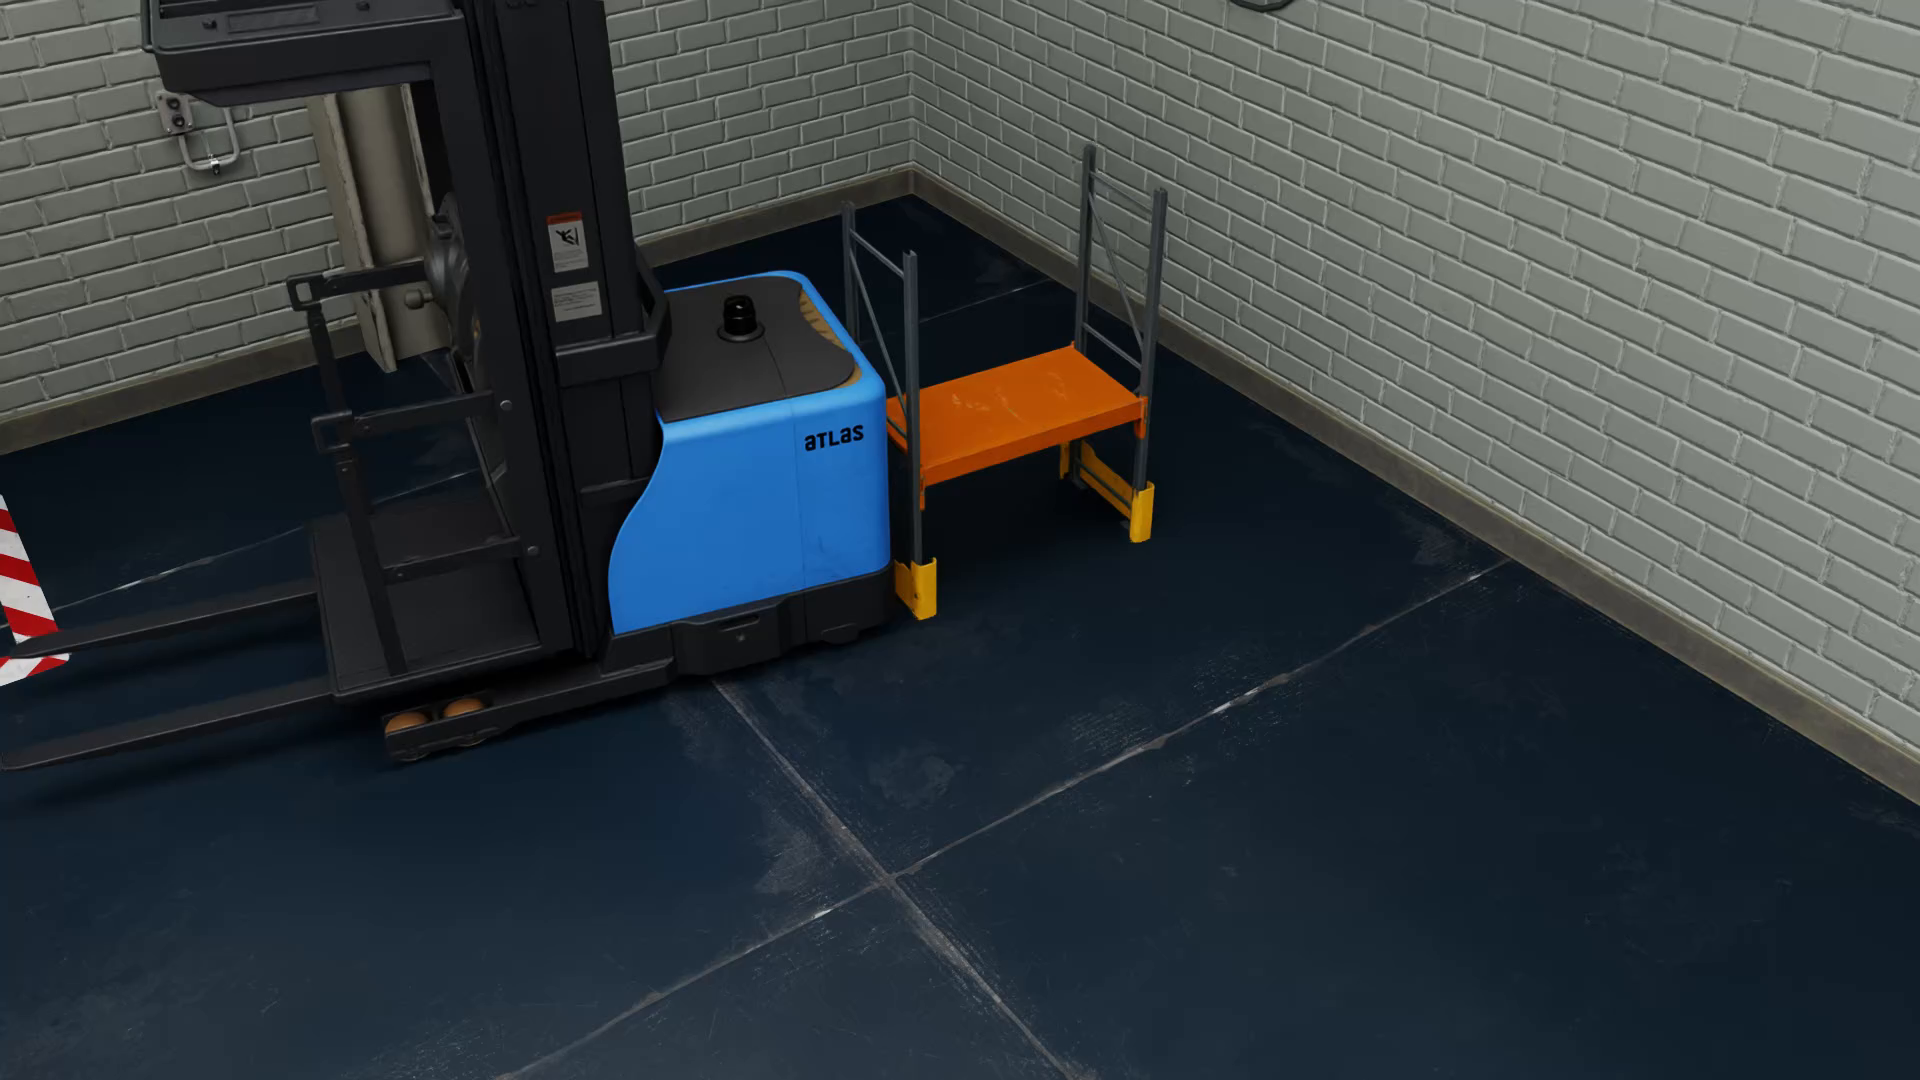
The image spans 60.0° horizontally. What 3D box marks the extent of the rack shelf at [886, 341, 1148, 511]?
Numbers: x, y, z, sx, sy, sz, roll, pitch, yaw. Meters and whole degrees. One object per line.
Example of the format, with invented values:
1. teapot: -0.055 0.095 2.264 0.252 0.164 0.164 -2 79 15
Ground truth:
1. rack shelf: 0.161 -0.458 6.410 1.000 0.185 0.538 -19 40 -24

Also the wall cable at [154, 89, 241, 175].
1. wall cable: -3.840 -2.117 6.255 1.851 1.984 0.084 -22 41 -28

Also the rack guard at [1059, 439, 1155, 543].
1. rack guard: 0.600 -0.244 6.876 0.087 0.250 0.587 -19 40 -24

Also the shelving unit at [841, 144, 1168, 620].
1. shelving unit: 0.169 -0.606 6.309 1.083 1.500 0.587 -19 40 -24

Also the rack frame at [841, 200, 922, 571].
1. rack frame: -0.279 -0.455 6.099 0.032 1.500 0.500 -19 40 -24

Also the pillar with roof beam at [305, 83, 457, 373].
1. pillar with roof beam: -0.153 -2.525 2.553 0.400 9.000 9.100 -22 41 -28

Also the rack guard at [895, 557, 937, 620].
1. rack guard: -0.262 0.046 6.471 0.087 0.250 0.587 -19 40 -24

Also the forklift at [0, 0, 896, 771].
1. forklift: -1.809 -0.784 5.330 3.031 2.935 1.130 -13 38 -18

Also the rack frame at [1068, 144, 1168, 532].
1. rack frame: 0.601 -0.752 6.511 0.032 1.500 0.500 -19 40 -24

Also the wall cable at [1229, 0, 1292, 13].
1. wall cable: 0.487 -3.730 6.888 0.112 2.526 3.097 -22 41 -28
